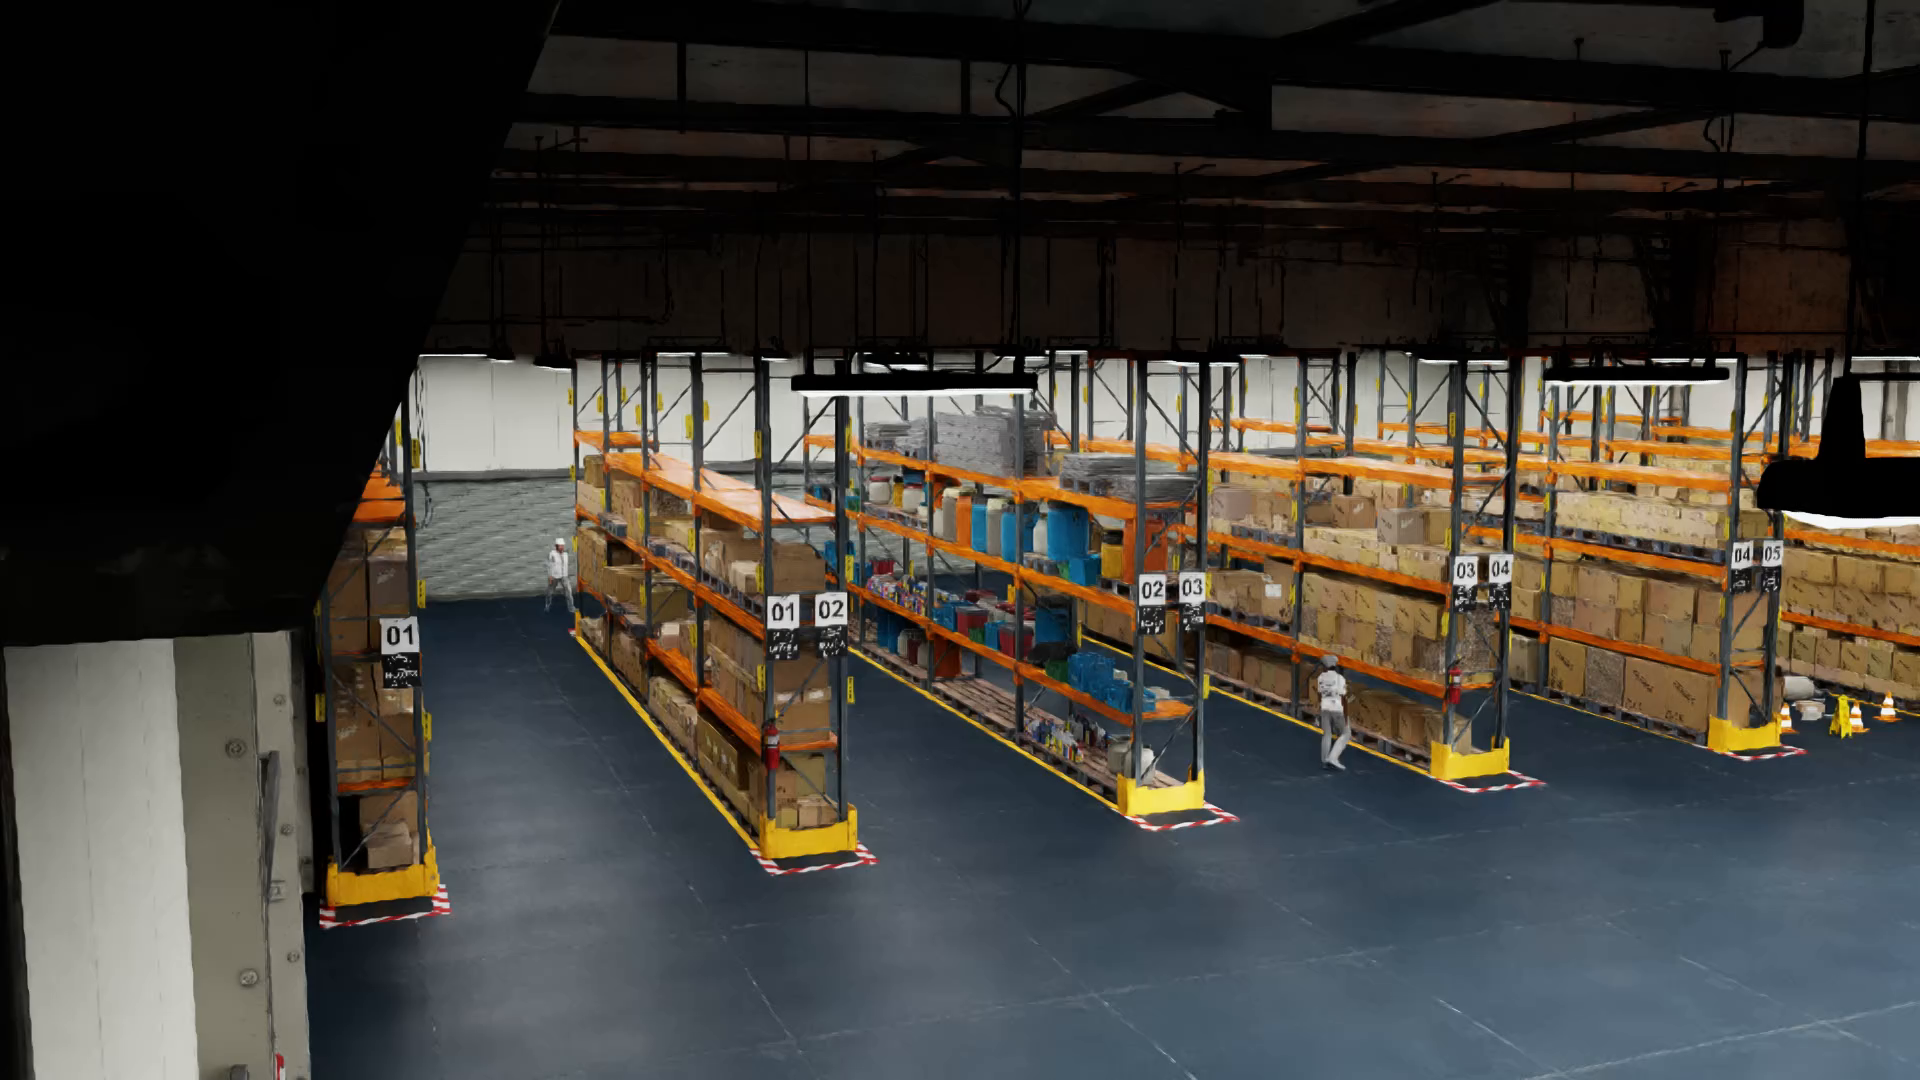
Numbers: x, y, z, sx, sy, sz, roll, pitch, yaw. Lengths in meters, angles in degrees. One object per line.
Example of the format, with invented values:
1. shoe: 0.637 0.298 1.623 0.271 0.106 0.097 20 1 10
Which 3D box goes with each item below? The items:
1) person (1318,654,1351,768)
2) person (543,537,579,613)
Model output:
1. person: 5.416 2.506 24.156 0.502 1.672 0.417 6 9 39
2. person: -9.098 0.798 37.715 0.577 1.734 0.954 -7 10 -43
